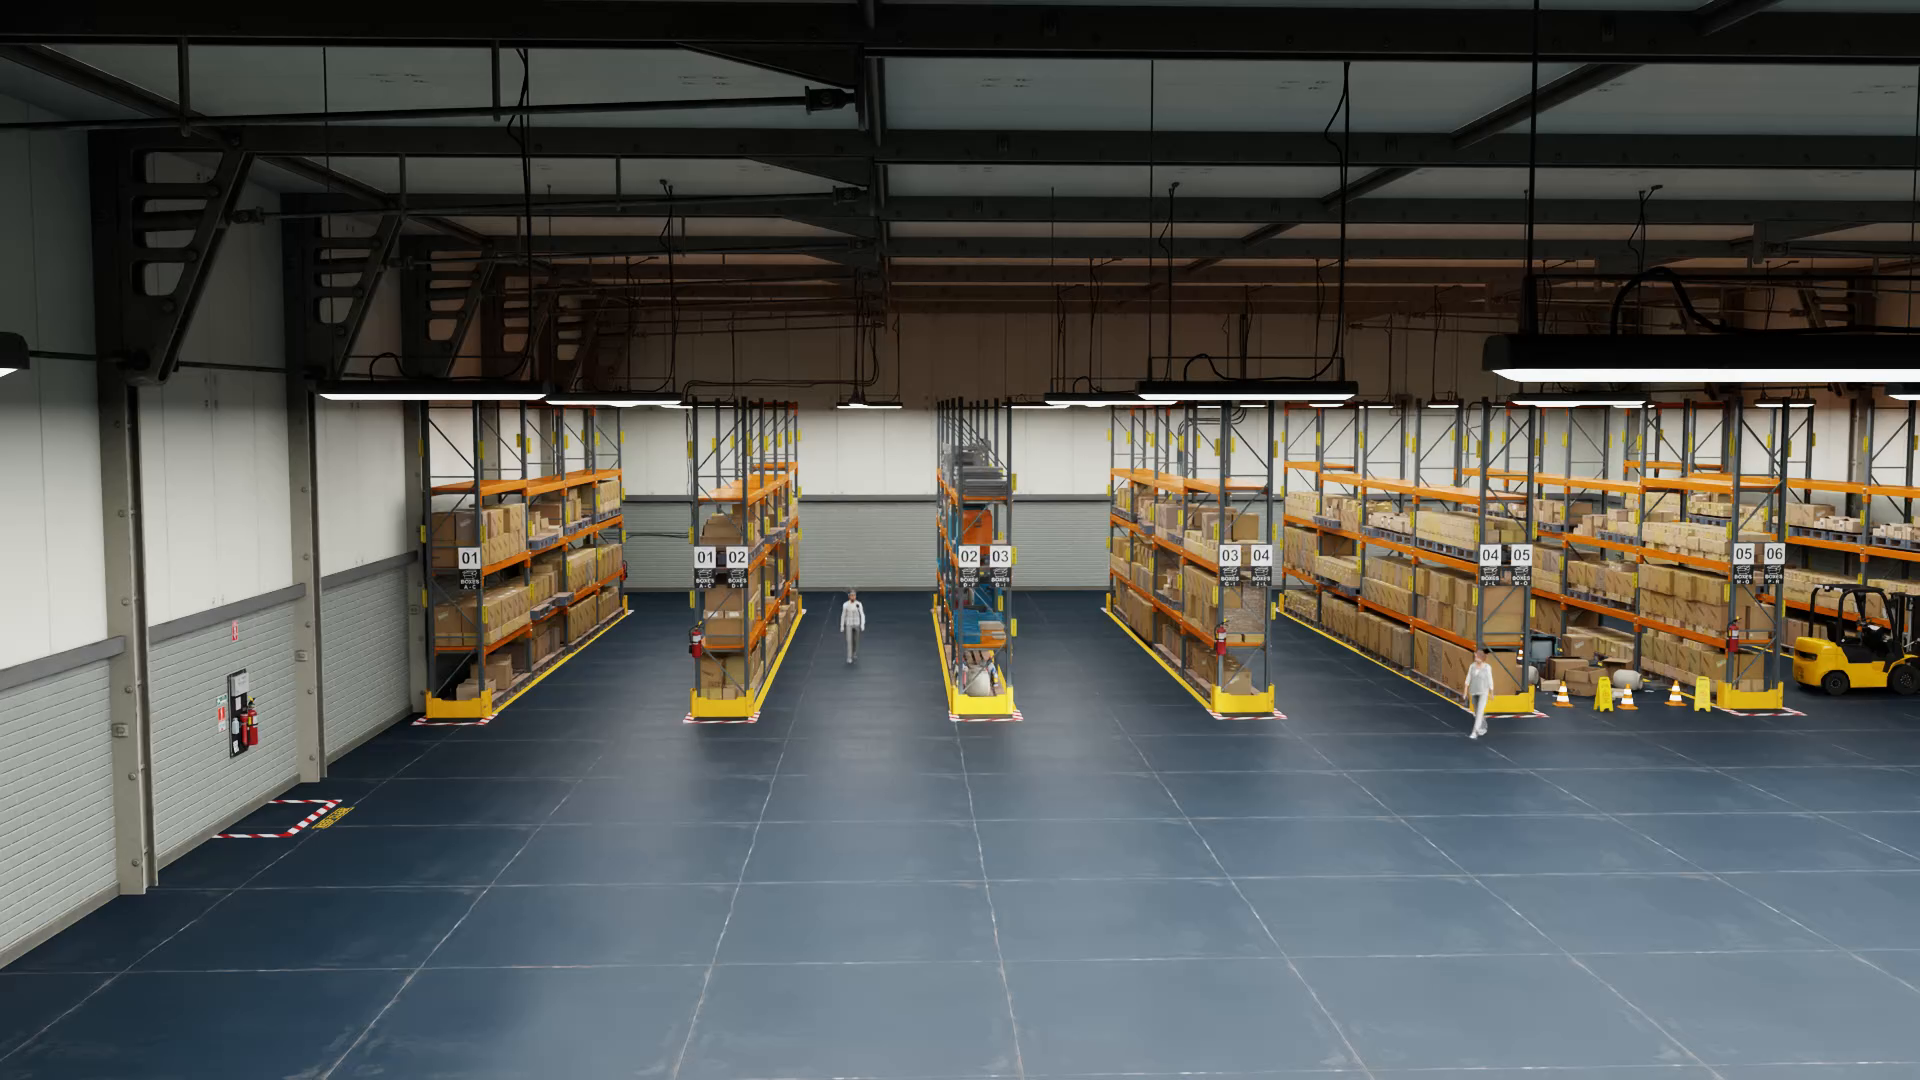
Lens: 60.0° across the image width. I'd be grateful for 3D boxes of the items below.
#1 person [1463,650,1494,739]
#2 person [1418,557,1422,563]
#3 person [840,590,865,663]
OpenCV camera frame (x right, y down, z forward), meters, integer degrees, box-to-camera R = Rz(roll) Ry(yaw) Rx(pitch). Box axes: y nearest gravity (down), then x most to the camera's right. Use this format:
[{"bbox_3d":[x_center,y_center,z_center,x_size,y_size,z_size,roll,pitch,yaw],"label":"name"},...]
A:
[{"bbox_3d":[9.036,2.691,29.062,0.979,1.540,0.442,-4,6,-45],"label":"person"},{"bbox_3d":[13.463,1.021,49.291,0.687,1.782,0.613,2,5,19],"label":"person"},{"bbox_3d":[-2.444,1.942,38.029,0.541,1.623,1.015,-1,4,-11],"label":"person"}]
